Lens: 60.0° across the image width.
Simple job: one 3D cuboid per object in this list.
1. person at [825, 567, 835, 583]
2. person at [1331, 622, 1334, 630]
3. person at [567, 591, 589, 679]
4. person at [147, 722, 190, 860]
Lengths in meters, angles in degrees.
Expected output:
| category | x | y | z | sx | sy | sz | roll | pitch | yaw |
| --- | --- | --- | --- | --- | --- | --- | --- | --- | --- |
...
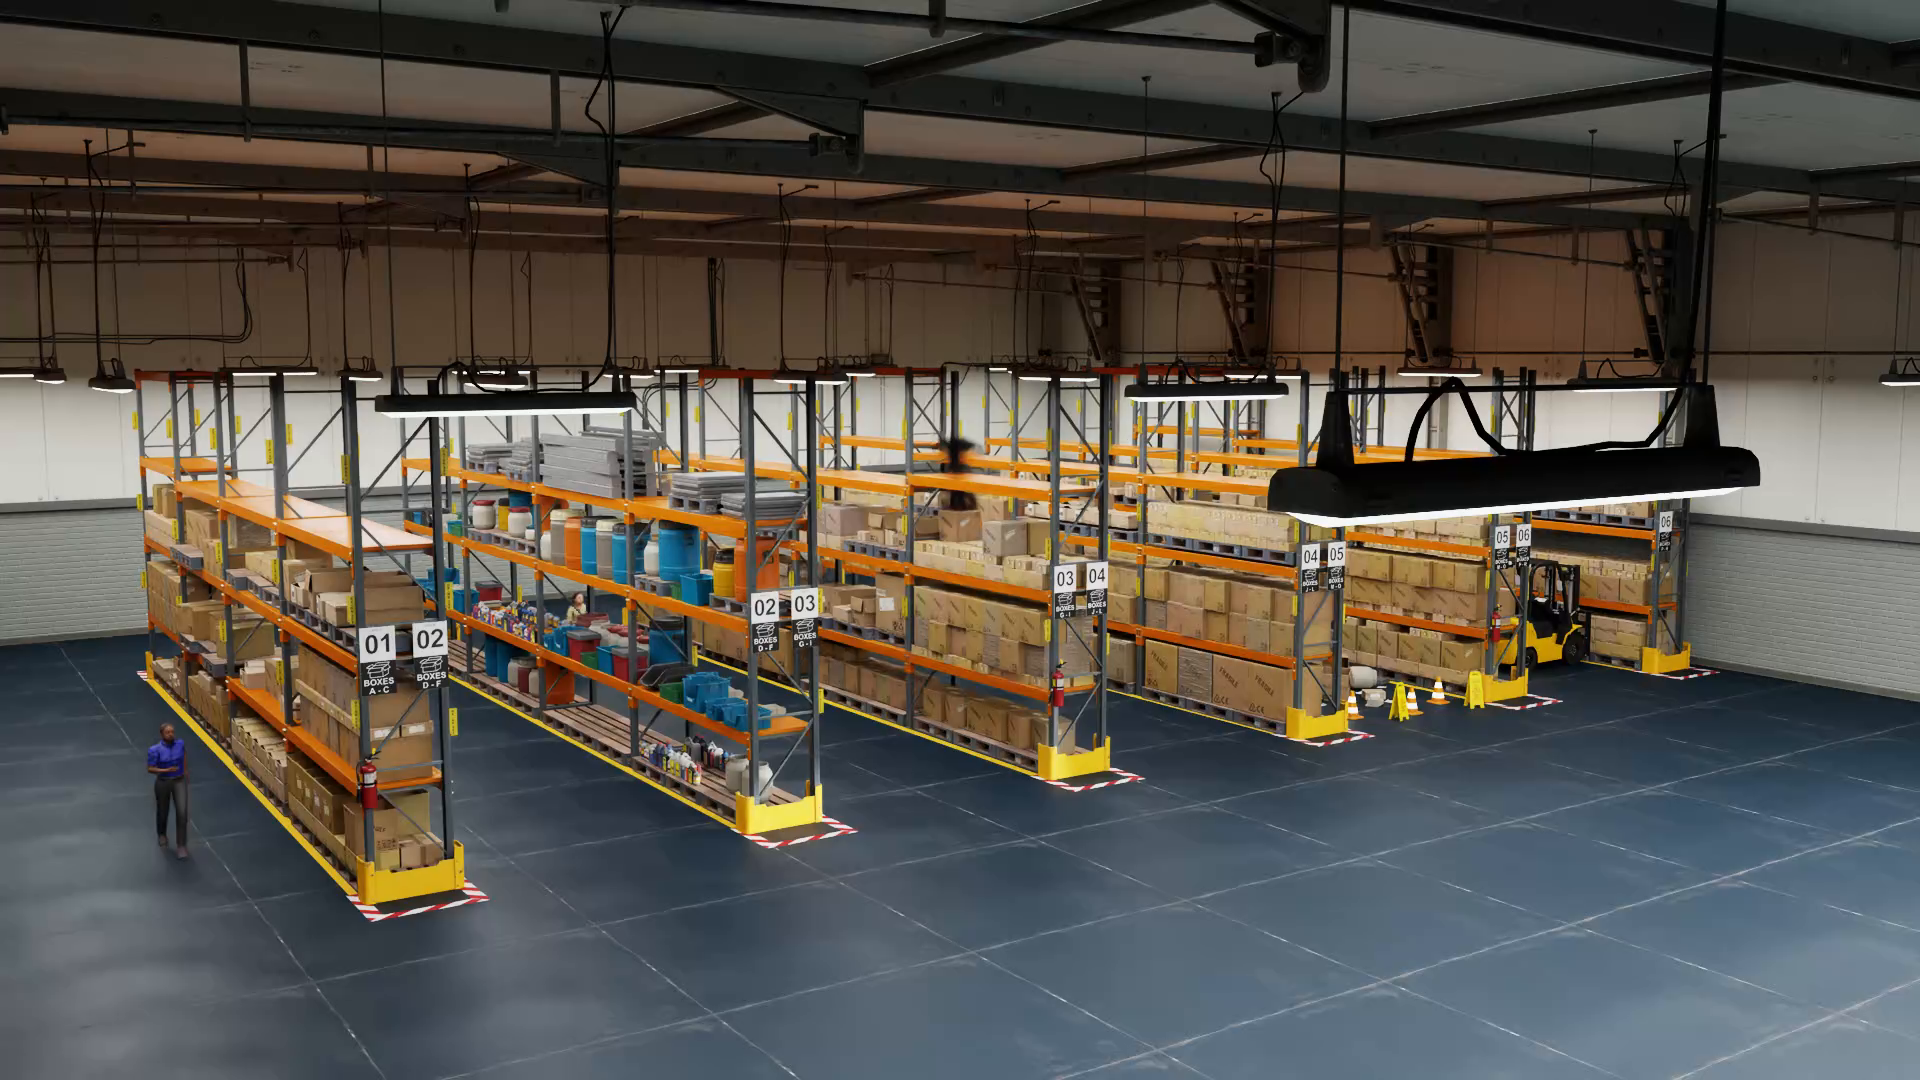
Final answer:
| category | x | y | z | sx | sy | sz | roll | pitch | yaw |
| --- | --- | --- | --- | --- | --- | --- | --- | --- | --- |
| person | -3.328 | 0.669 | 42.225 | 0.720 | 1.766 | 0.970 | 6 | 9 | 41 |
| person | 7.917 | 1.481 | 36.557 | 0.532 | 1.462 | 0.898 | -5 | 8 | -40 |
| person | -7.436 | 1.847 | 32.426 | 0.536 | 1.713 | 0.804 | -5 | 8 | -40 |
| person | -9.993 | 3.133 | 21.016 | 0.524 | 1.705 | 0.861 | -5 | 8 | -36 |
